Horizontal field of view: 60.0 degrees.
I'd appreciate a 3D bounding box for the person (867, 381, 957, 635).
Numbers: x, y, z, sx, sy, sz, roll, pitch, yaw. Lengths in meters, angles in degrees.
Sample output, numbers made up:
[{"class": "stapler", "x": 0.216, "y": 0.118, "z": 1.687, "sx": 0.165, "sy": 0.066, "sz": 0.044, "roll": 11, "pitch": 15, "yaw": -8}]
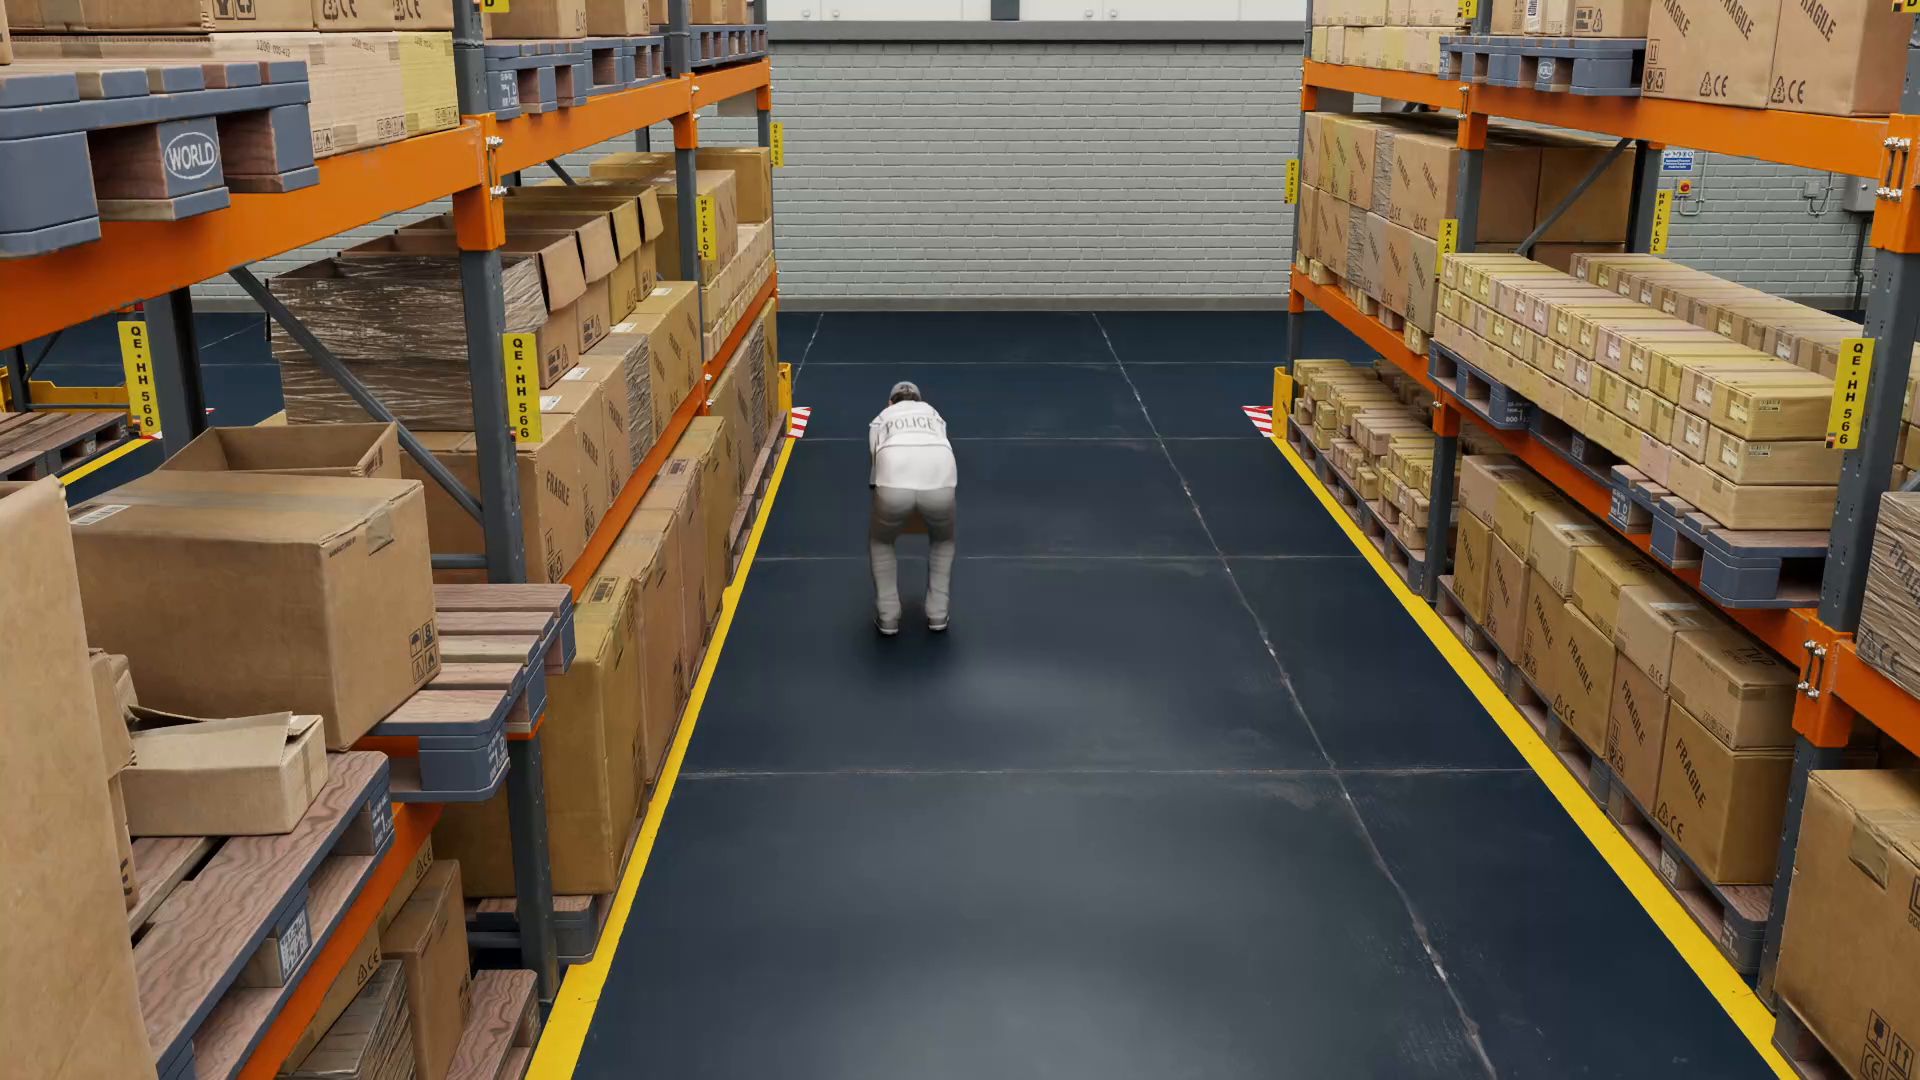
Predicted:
[{"class": "person", "x": -0.261, "y": -0.167, "z": 8.828, "sx": 0.472, "sy": 1.228, "sz": 0.902, "roll": -2, "pitch": 17, "yaw": -5}]
